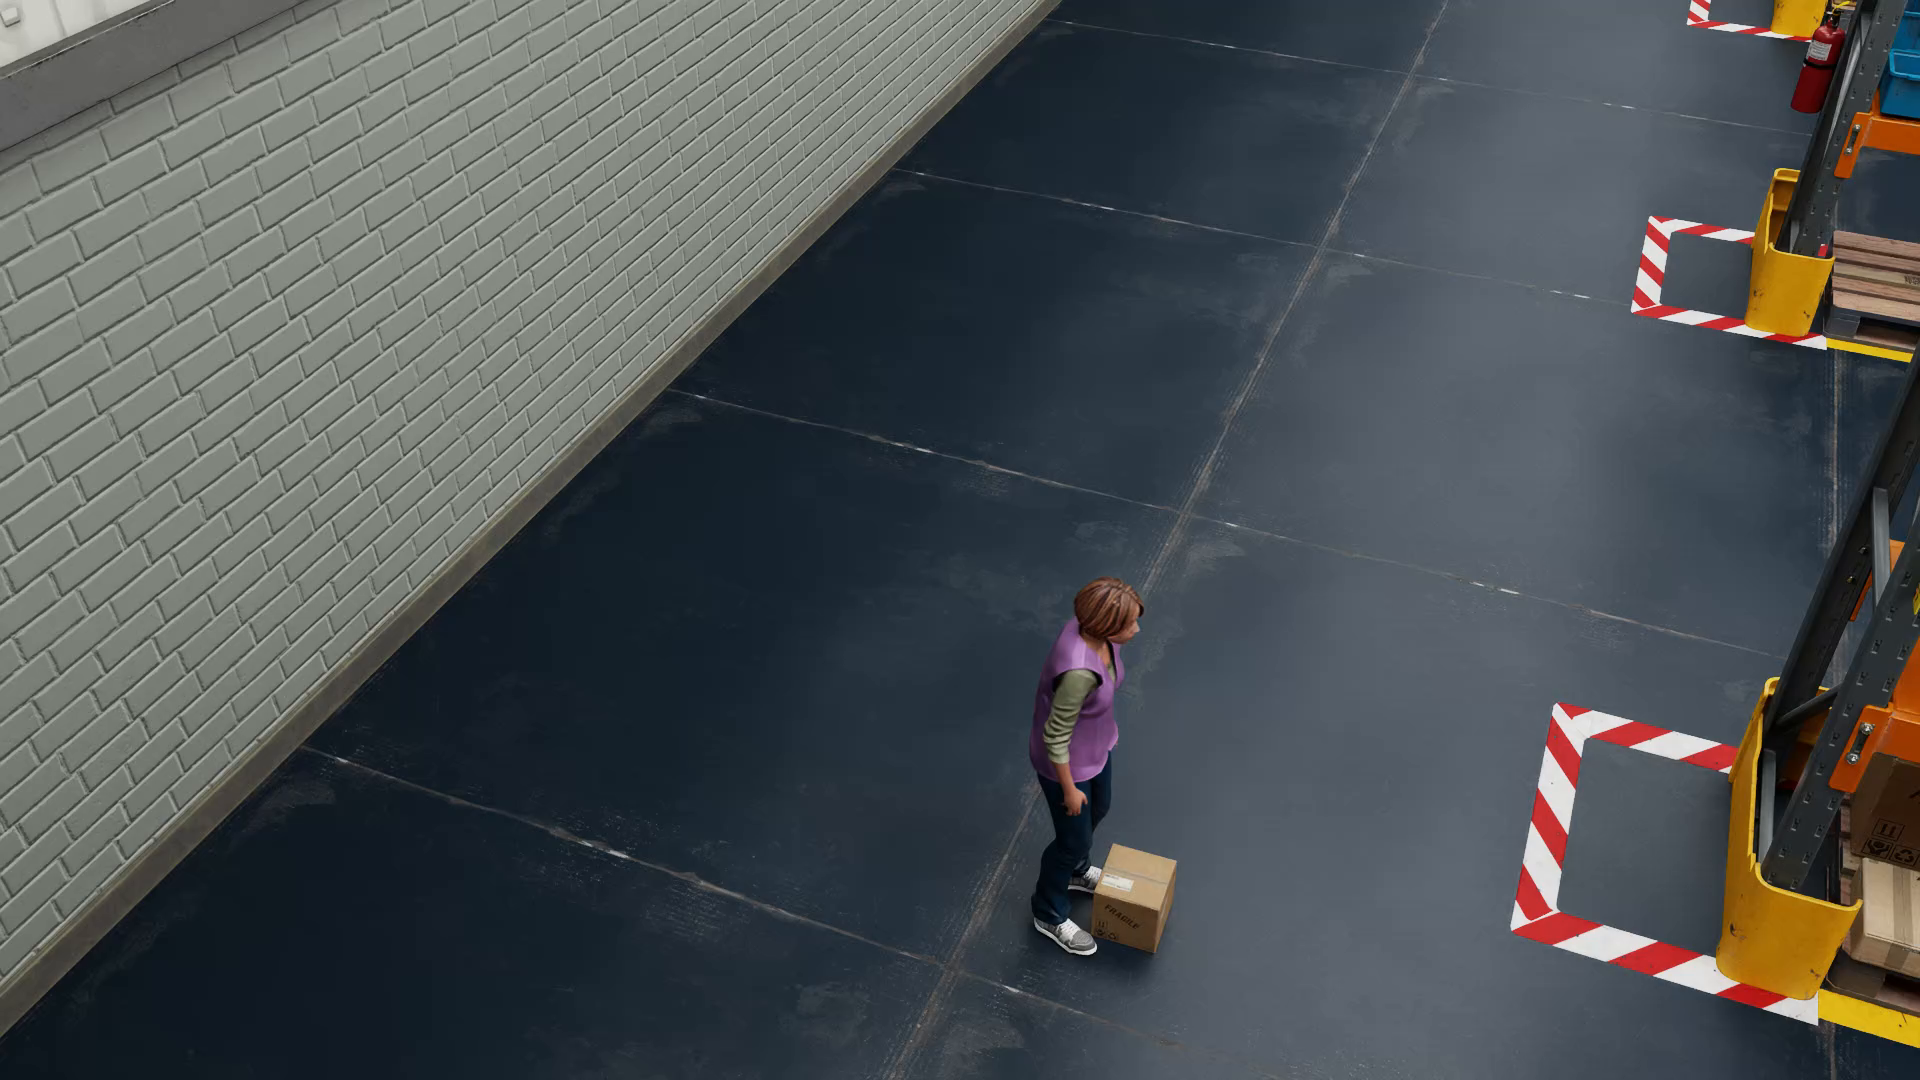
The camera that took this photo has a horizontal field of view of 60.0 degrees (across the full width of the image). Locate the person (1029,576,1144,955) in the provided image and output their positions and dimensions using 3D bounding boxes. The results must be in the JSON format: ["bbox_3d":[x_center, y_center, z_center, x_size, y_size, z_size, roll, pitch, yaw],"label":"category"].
[{"bbox_3d":[0.425,0.758,5.856,0.343,1.593,0.461,15,40,18],"label":"person"}]
